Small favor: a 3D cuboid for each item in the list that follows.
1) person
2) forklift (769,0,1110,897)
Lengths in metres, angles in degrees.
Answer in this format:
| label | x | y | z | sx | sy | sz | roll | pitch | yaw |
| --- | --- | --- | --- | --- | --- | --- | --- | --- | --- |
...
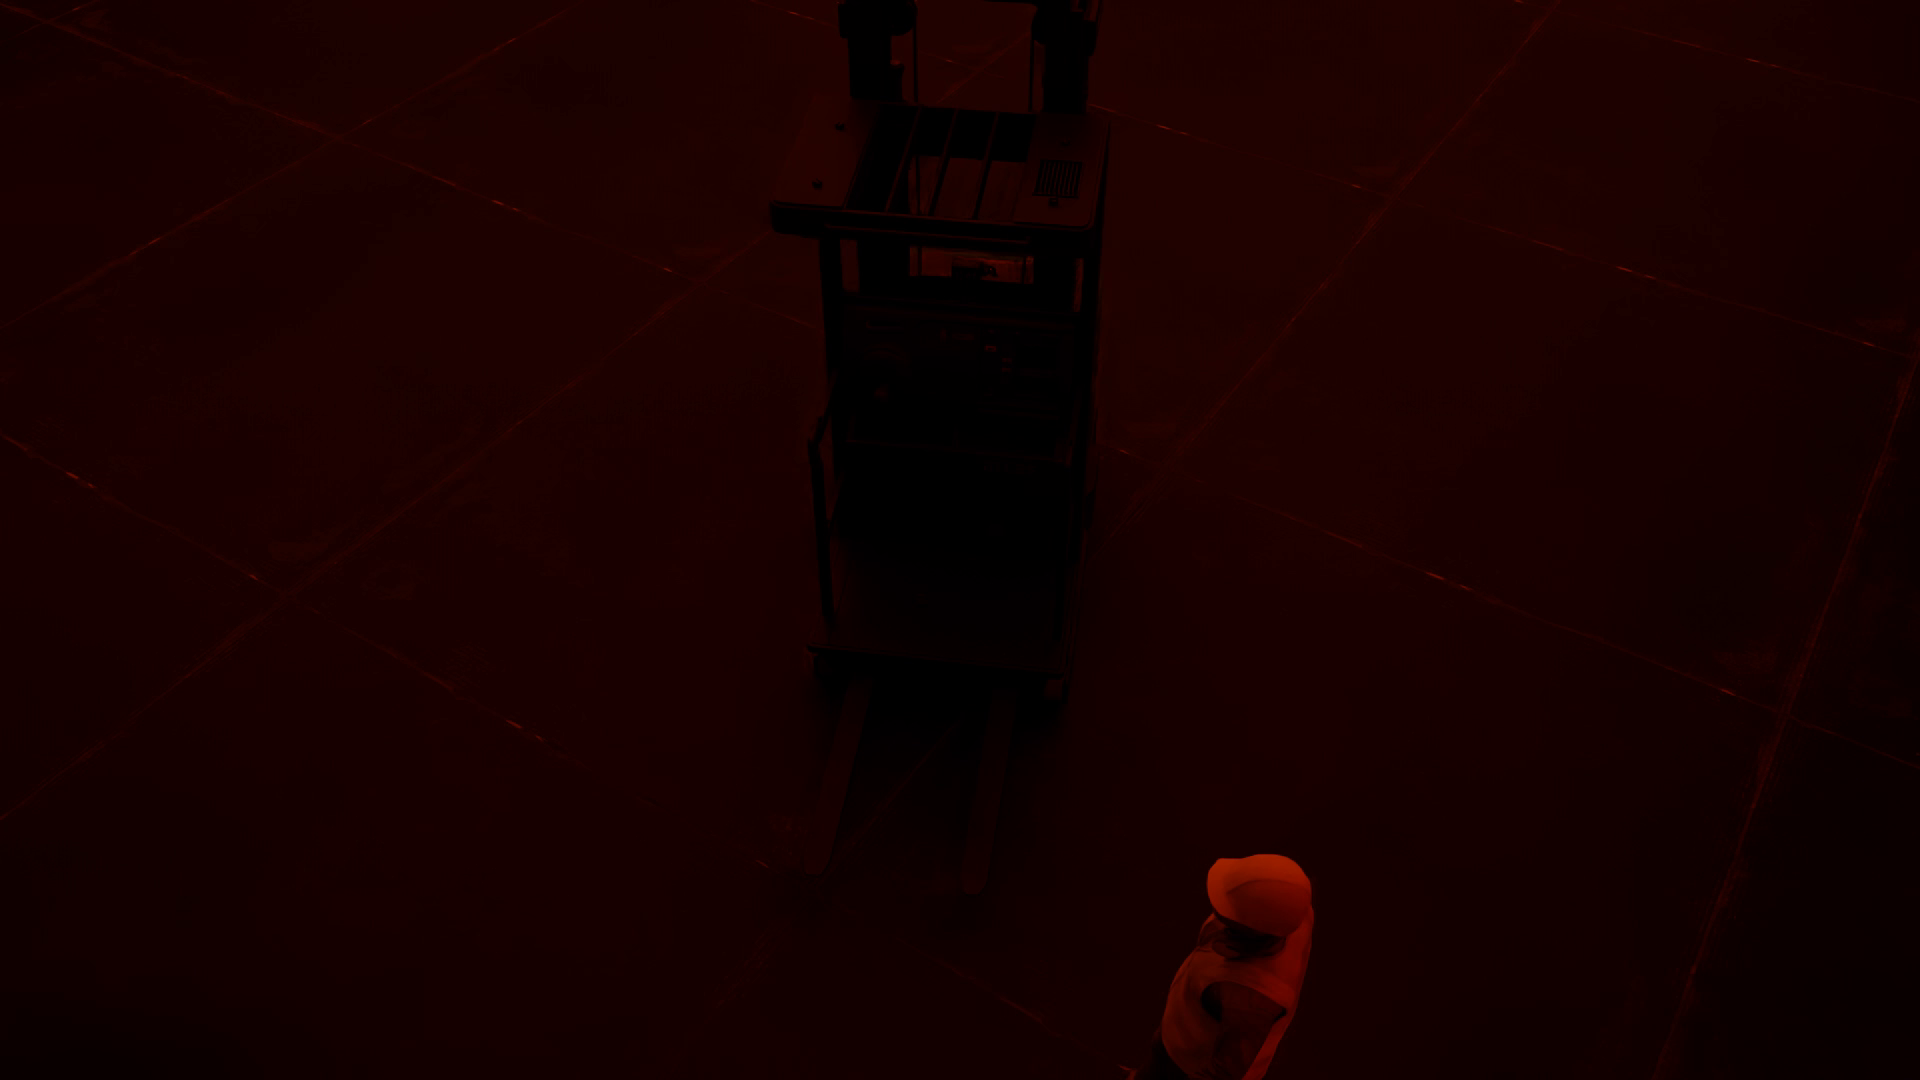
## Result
| label | x | y | z | sx | sy | sz | roll | pitch | yaw |
| --- | --- | --- | --- | --- | --- | --- | --- | --- | --- |
| person | 0.691 | 1.466 | 5.146 | 0.650 | 1.773 | 0.630 | 13 | 45 | 14 |
| forklift | -0.040 | -0.628 | 6.511 | 1.130 | 2.935 | 3.031 | 6 | 44 | 6 |
